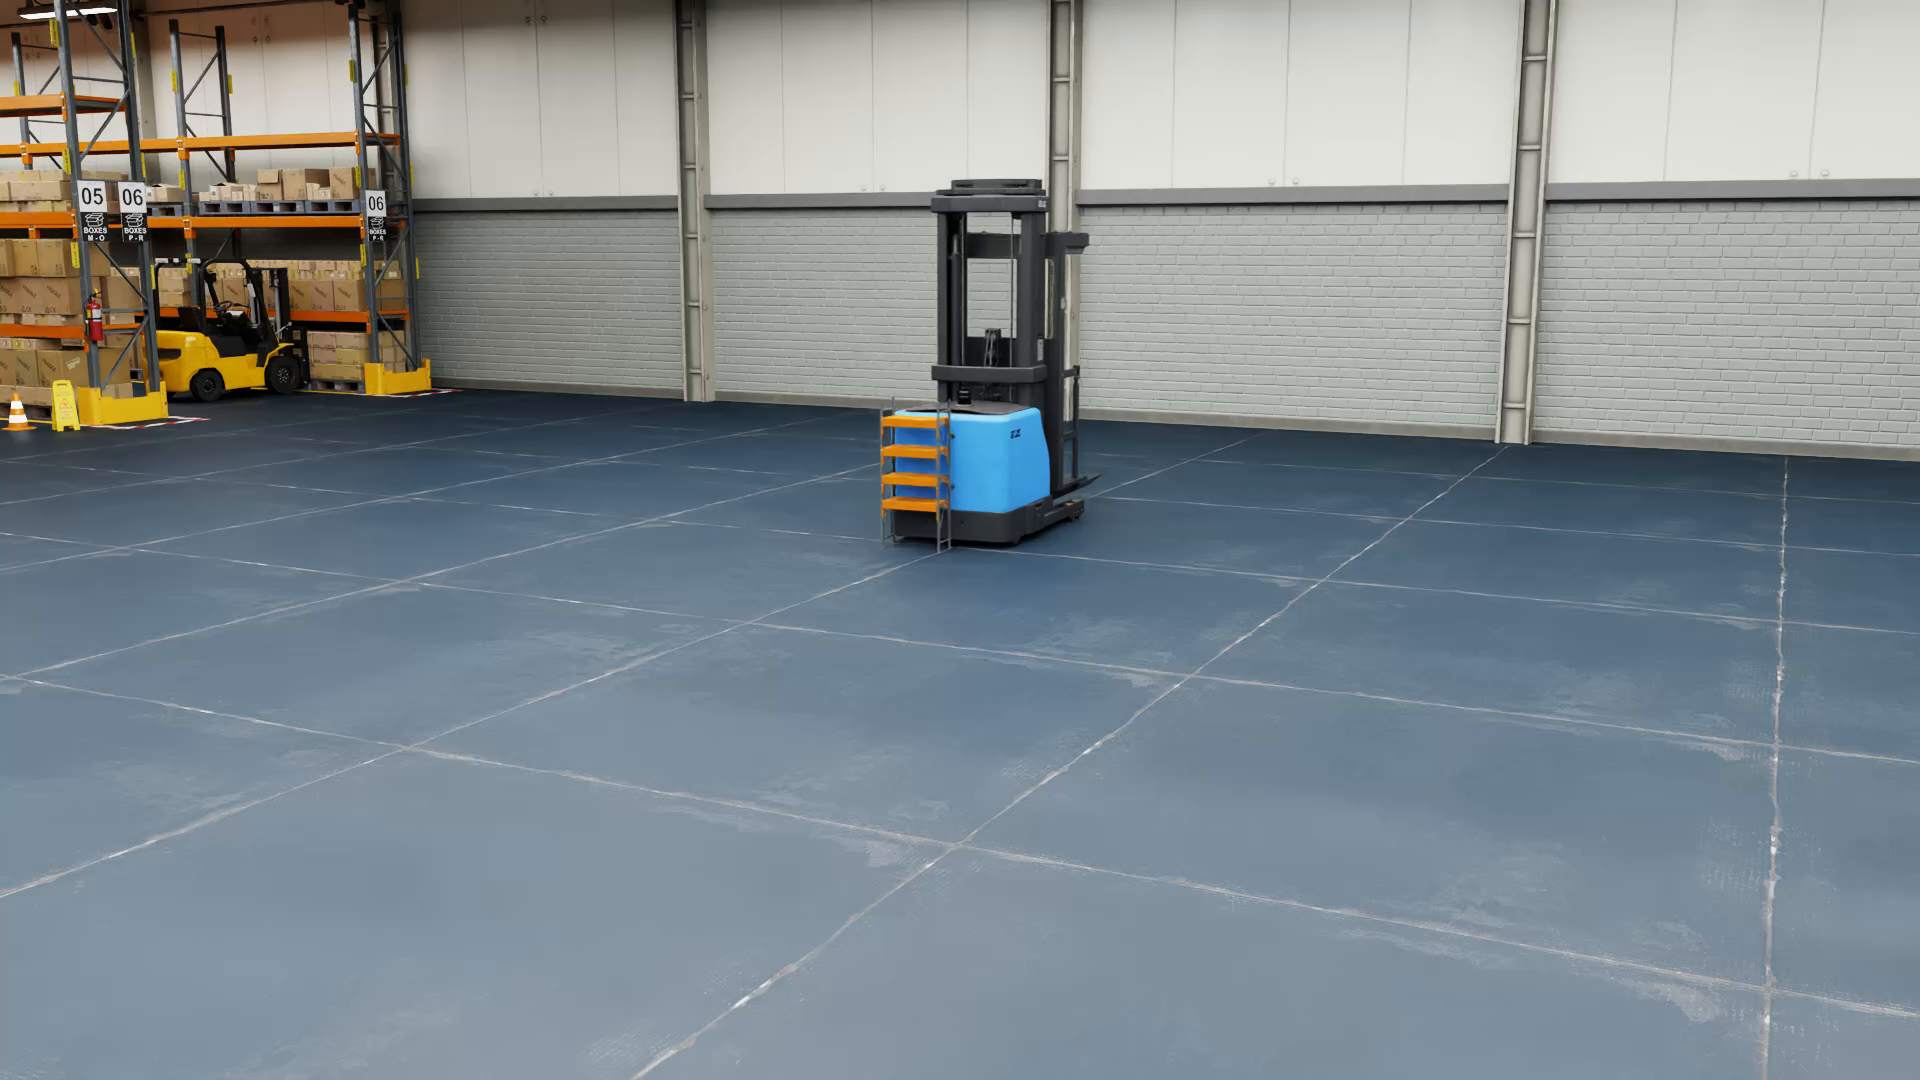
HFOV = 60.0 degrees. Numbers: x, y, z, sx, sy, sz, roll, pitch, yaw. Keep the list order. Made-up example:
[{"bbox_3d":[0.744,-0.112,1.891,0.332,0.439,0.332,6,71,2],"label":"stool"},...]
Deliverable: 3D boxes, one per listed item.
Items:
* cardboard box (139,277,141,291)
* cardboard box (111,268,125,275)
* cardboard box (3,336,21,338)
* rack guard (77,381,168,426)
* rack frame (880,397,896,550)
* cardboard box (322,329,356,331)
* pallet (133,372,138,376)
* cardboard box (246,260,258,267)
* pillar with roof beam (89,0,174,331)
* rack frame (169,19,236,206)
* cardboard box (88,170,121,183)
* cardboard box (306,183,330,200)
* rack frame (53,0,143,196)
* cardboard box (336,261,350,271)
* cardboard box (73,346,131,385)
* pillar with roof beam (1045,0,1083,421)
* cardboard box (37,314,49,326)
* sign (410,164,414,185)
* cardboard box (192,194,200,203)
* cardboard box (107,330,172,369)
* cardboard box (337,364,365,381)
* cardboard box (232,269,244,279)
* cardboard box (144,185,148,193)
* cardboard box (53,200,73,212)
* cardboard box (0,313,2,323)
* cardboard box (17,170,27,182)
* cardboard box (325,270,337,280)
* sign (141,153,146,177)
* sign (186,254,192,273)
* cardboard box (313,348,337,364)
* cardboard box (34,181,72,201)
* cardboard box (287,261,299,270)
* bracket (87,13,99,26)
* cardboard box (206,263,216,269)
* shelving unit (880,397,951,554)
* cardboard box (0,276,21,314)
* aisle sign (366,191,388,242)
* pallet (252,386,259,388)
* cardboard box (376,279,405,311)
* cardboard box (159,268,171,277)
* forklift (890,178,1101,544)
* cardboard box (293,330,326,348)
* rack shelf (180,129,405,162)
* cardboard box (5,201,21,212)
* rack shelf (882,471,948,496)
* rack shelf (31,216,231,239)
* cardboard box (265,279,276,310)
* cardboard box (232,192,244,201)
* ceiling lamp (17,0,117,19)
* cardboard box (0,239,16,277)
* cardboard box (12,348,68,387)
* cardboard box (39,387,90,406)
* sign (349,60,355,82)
[{"bbox_3d":[-14.211,-4.457,28.951,0.500,0.250,0.500,5,12,27],"label":"cardboard box"},{"bbox_3d":[-14.573,-4.671,29.012,0.250,0.149,0.380,5,11,24],"label":"cardboard box"},{"bbox_3d":[-17.243,-3.538,30.697,0.500,0.500,0.500,5,11,25],"label":"cardboard box"},{"bbox_3d":[-11.411,-1.874,22.681,0.348,0.500,1.175,5,11,26],"label":"rack guard"},{"bbox_3d":[-0.577,-0.534,13.309,0.015,1.200,0.240,4,11,22],"label":"rack frame"},{"bbox_3d":[-10.391,-3.385,27.744,0.500,0.250,0.500,5,11,25],"label":"cardboard box"},{"bbox_3d":[-15.603,-3.078,30.146,1.213,0.211,1.003,5,11,26],"label":"pallet"},{"bbox_3d":[-11.645,-4.571,27.626,0.250,0.149,0.380,5,11,25],"label":"cardboard box"},{"bbox_3d":[-16.661,-6.827,26.185,0.548,9.000,9.100,5,11,26],"label":"pillar with roof beam"},{"bbox_3d":[-12.737,-7.158,28.015,0.127,3.000,1.000,5,11,26],"label":"rack frame"},{"bbox_3d":[-11.571,-4.903,22.445,0.250,0.149,0.380,5,11,25],"label":"cardboard box"},{"bbox_3d":[-10.255,-5.594,26.709,0.258,0.266,0.396,5,11,26],"label":"cardboard box"},{"bbox_3d":[-11.343,-6.050,21.891,0.127,3.000,1.000,5,11,26],"label":"rack frame"},{"bbox_3d":[-9.799,-4.415,26.764,0.250,0.149,0.380,5,11,26],"label":"cardboard box"},{"bbox_3d":[-11.966,-2.430,23.171,0.500,0.500,0.500,5,11,24],"label":"cardboard box"},{"bbox_3d":[-0.519,-5.409,18.348,0.400,9.000,9.100,5,11,26],"label":"pillar with roof beam"},{"bbox_3d":[-12.270,-2.996,22.565,0.250,0.149,0.380,5,11,25],"label":"cardboard box"},{"bbox_3d":[-8.899,-5.924,26.943,0.005,0.325,0.100,5,11,26],"label":"sign"},{"bbox_3d":[-13.411,-5.913,28.801,0.250,0.149,0.380,5,11,26],"label":"cardboard box"},{"bbox_3d":[-14.578,-3.405,29.611,0.625,0.625,0.875,5,11,23],"label":"cardboard box"},{"bbox_3d":[-9.711,-2.731,26.941,0.500,0.250,0.500,5,11,26],"label":"cardboard box"},{"bbox_3d":[-11.900,-4.440,27.738,0.250,0.149,0.380,5,12,27],"label":"cardboard box"},{"bbox_3d":[-14.182,-5.973,28.678,0.500,0.311,0.500,5,11,24],"label":"cardboard box"},{"bbox_3d":[-11.787,-4.434,22.089,0.250,0.149,0.380,5,11,26],"label":"cardboard box"},{"bbox_3d":[-13.135,-3.093,23.105,0.250,0.149,0.380,5,11,26],"label":"cardboard box"},{"bbox_3d":[-12.433,-4.894,22.394,0.250,0.149,0.380,5,11,26],"label":"cardboard box"},{"bbox_3d":[-10.033,-4.288,26.897,0.250,0.149,0.380,5,12,27],"label":"cardboard box"},{"bbox_3d":[-11.103,-5.091,22.560,0.005,0.325,0.100,5,11,26],"label":"sign"},{"bbox_3d":[-12.969,-4.650,27.970,0.005,0.325,0.100,5,11,26],"label":"sign"},{"bbox_3d":[-10.170,-3.020,27.134,0.500,0.250,0.500,5,11,25],"label":"cardboard box"},{"bbox_3d":[-11.921,-4.644,22.130,0.500,0.250,0.500,5,11,25],"label":"cardboard box"},{"bbox_3d":[-10.753,-4.485,27.152,0.250,0.149,0.380,5,12,27],"label":"cardboard box"},{"bbox_3d":[-15.286,-9.262,29.531,0.430,0.232,0.235,5,11,26],"label":"bracket"},{"bbox_3d":[-12.583,-4.649,28.055,0.250,0.149,0.380,5,12,27],"label":"cardboard box"},{"bbox_3d":[-0.352,-0.517,13.217,0.503,1.200,0.258,4,11,22],"label":"shelving unit"},{"bbox_3d":[-12.846,-3.373,22.826,0.500,0.500,0.500,5,11,26],"label":"cardboard box"},{"bbox_3d":[-9.221,-5.118,26.288,0.004,0.787,0.394,5,11,26],"label":"aisle sign"},{"bbox_3d":[-12.043,-2.765,28.414,1.213,0.211,1.003,5,11,26],"label":"pallet"},{"bbox_3d":[-9.471,-4.024,27.259,0.500,0.500,0.500,5,12,28],"label":"cardboard box"},{"bbox_3d":[-13.577,-4.611,28.685,0.250,0.149,0.380,5,11,26],"label":"cardboard box"},{"bbox_3d":[0.463,-1.629,14.502,1.130,2.935,3.031,4,11,22],"label":"forklift"},{"bbox_3d":[-10.618,-3.301,27.279,0.500,0.250,0.500,5,11,27],"label":"cardboard box"},{"bbox_3d":[-10.944,-6.450,27.244,4.000,0.370,1.077,5,11,26],"label":"rack shelf"},{"bbox_3d":[-12.690,-4.517,22.550,0.250,0.149,0.380,5,11,25],"label":"cardboard box"},{"bbox_3d":[-0.352,-0.451,13.229,0.480,0.148,0.258,4,11,22],"label":"rack shelf"},{"bbox_3d":[-14.531,-5.486,29.217,4.000,0.370,1.077,5,11,26],"label":"rack shelf"},{"bbox_3d":[-11.084,-4.058,27.447,0.500,0.500,0.500,5,11,26],"label":"cardboard box"},{"bbox_3d":[-11.780,-5.670,27.460,0.250,0.149,0.380,5,12,28],"label":"cardboard box"},{"bbox_3d":[-13.586,-9.669,25.495,2.000,3.185,0.800,5,11,26],"label":"ceiling lamp"},{"bbox_3d":[-12.851,-3.856,22.689,0.500,0.500,0.700,5,11,25],"label":"cardboard box"},{"bbox_3d":[-12.646,-2.383,22.909,0.500,0.500,0.500,6,12,28],"label":"cardboard box"},{"bbox_3d":[-12.209,-1.974,22.758,0.500,0.250,0.500,5,11,26],"label":"cardboard box"},{"bbox_3d":[-9.403,-7.256,25.710,0.005,0.325,0.100,5,11,26],"label":"sign"}]
